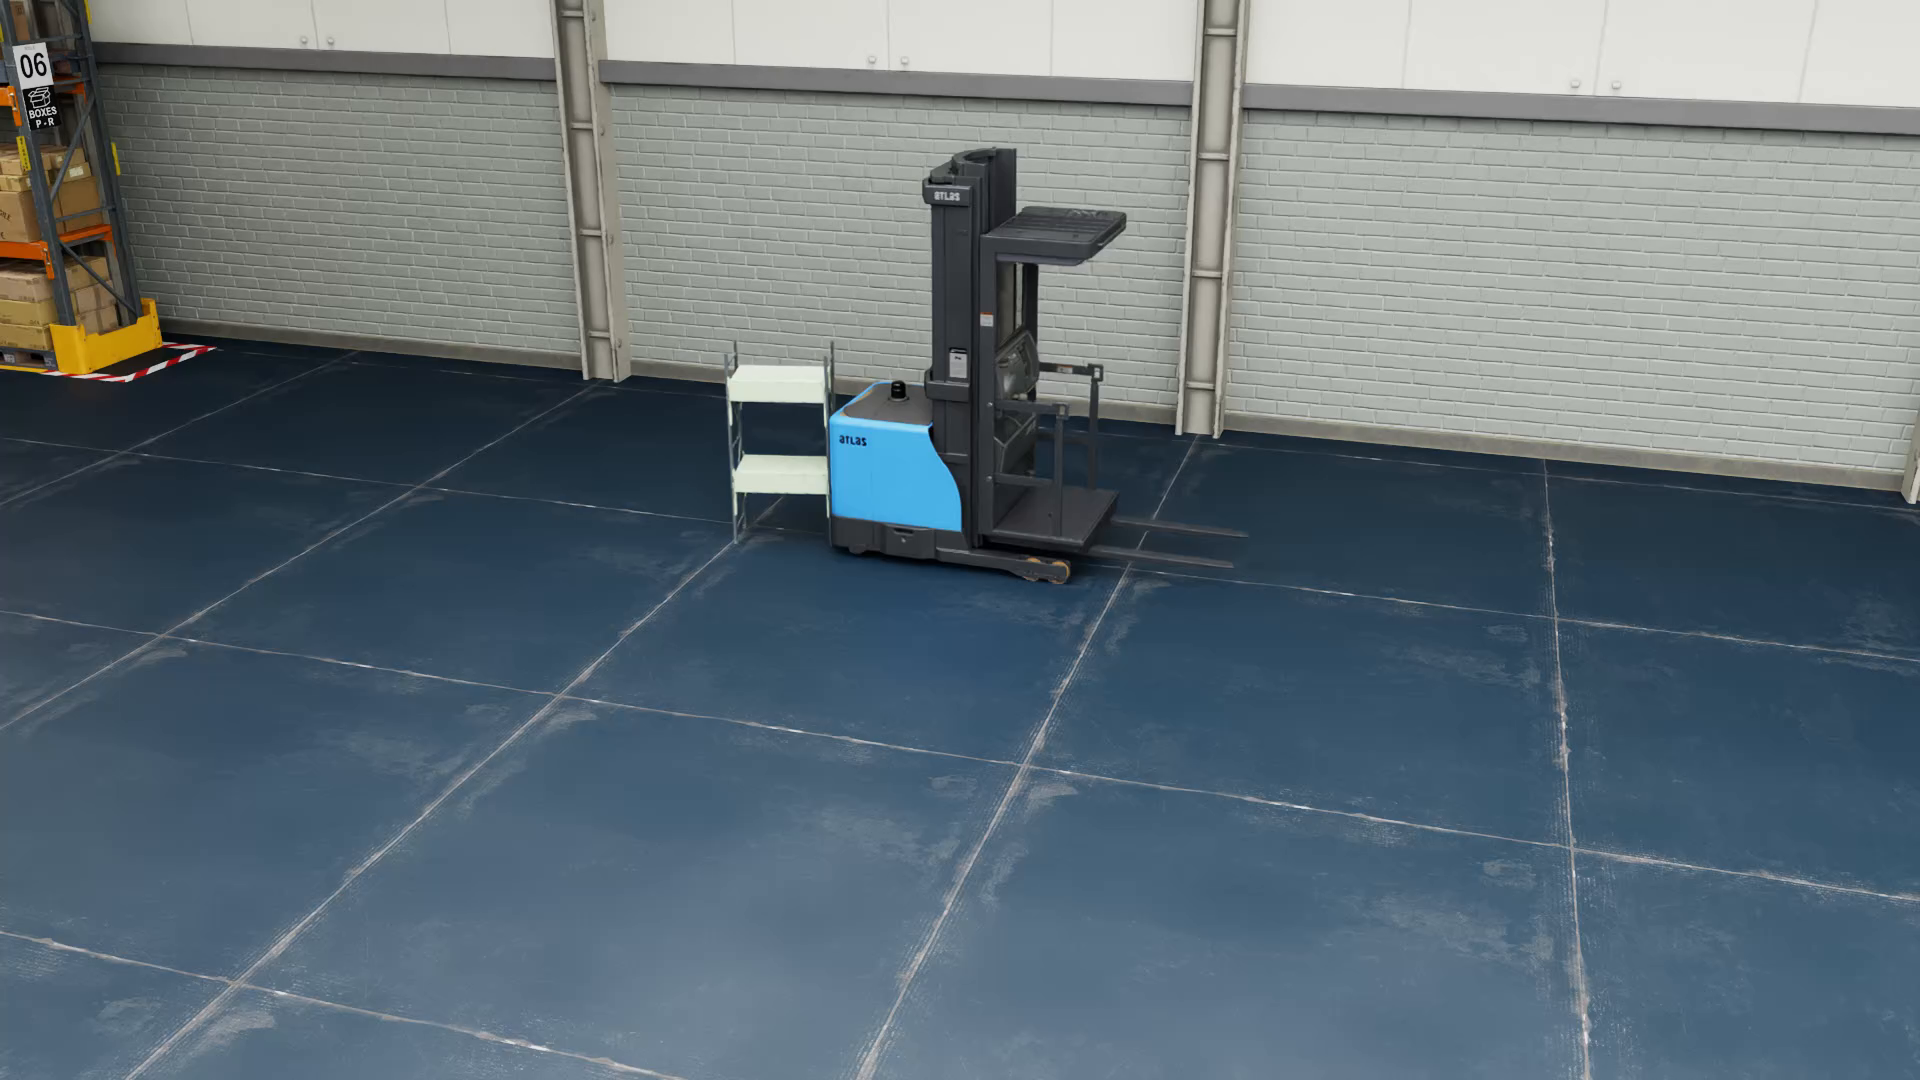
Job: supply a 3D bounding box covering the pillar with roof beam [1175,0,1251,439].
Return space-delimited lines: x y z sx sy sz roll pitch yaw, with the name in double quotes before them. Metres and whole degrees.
"pillar with roof beam" 0.944 -3.592 9.669 0.400 9.000 9.100 7 23 16

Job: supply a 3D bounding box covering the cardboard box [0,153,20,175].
"cardboard box" -9.543 -3.754 16.592 0.250 0.149 0.380 7 23 16

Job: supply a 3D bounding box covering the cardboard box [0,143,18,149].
"cardboard box" -9.884 -3.988 17.161 0.250 0.149 0.380 7 23 16

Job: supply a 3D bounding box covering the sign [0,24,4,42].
"sign" -9.064 -4.857 15.644 0.005 0.325 0.100 7 23 16

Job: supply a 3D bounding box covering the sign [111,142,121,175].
"sign" -8.728 -3.930 17.154 0.005 0.325 0.100 7 23 16

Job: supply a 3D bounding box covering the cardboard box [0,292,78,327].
"cardboard box" -9.451 -2.385 17.044 0.500 0.250 0.500 6 23 15

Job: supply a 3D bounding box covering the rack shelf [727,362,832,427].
"rack shelf" -1.335 -1.091 12.425 0.720 0.370 0.431 1 22 3

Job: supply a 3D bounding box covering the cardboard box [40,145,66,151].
"cardboard box" -9.391 -3.942 17.050 0.250 0.149 0.380 7 23 17

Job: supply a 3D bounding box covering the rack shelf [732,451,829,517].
"rack shelf" -1.335 -0.428 12.697 0.720 0.370 0.431 1 22 3

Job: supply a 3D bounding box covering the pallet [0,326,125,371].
"pallet" -9.638 -2.071 17.540 1.213 0.211 1.003 7 23 16

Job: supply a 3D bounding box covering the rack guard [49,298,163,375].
"rack guard" -8.871 -2.133 17.311 0.348 0.500 1.175 7 23 16

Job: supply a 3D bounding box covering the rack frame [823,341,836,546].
"rack frame" -0.969 -0.721 12.551 0.023 1.500 0.400 1 22 3

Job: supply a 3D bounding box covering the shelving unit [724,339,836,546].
"shelving unit" -1.335 -0.730 12.573 0.755 1.500 0.431 1 22 3

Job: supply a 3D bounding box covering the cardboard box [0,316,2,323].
"cardboard box" -9.928 -2.444 17.187 0.500 0.250 0.500 6 23 15

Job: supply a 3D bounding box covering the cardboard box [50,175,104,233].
"cardboard box" -9.288 -3.494 17.203 0.500 0.500 0.500 7 23 17

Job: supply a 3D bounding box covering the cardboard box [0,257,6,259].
"cardboard box" -10.255 -2.910 17.665 0.500 0.250 0.500 6 23 15

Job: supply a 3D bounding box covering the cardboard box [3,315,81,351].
"cardboard box" -9.435 -2.151 17.131 0.500 0.250 0.500 7 23 16

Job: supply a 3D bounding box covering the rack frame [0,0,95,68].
"rack frame" -8.894 -6.068 15.705 0.127 3.000 1.000 7 23 16

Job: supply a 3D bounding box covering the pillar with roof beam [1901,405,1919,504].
"pillar with roof beam" 6.689 -2.934 8.065 0.400 9.000 9.100 7 23 16

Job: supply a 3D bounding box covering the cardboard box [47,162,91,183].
"cardboard box" -9.144 -3.770 17.022 0.250 0.149 0.380 6 23 14

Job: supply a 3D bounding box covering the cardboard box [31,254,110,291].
"cardboard box" -9.300 -2.798 17.392 0.500 0.250 0.500 6 23 15

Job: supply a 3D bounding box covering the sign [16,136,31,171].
"sign" -9.064 -3.742 16.102 0.005 0.325 0.100 7 23 16

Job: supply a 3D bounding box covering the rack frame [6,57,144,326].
"rack frame" -8.894 -3.292 16.843 0.127 3.000 1.000 7 23 16

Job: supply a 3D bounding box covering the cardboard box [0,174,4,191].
"cardboard box" -9.560 -3.592 16.588 0.250 0.149 0.380 7 23 16

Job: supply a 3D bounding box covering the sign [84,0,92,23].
"sign" -8.728 -5.322 16.583 0.005 0.325 0.100 7 23 16

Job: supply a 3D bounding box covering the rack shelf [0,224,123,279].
"rack shelf" -10.809 -3.178 17.514 4.000 0.370 1.077 7 23 16

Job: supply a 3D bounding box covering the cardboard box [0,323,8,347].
"cardboard box" -9.909 -2.209 17.272 0.500 0.250 0.500 7 23 15

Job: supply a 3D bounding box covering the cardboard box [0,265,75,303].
"cardboard box" -9.425 -2.614 16.942 0.500 0.250 0.500 7 23 17

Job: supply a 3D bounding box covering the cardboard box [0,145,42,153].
"cardboard box" -9.652 -3.955 17.081 0.250 0.149 0.380 7 23 17

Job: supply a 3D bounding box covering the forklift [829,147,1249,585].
"forklift" 0.600 -1.260 11.979 3.031 2.935 1.130 7 23 17

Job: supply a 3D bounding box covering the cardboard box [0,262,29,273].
"cardboard box" -9.916 -2.668 17.074 0.500 0.250 0.500 7 23 16

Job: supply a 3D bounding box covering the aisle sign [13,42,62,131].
"aisle sign" -8.916 -4.381 16.072 0.004 0.787 0.394 7 23 16

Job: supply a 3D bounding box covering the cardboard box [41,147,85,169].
"cardboard box" -9.154 -3.890 16.924 0.250 0.149 0.380 6 23 14

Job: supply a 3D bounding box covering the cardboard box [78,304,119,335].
"cardboard box" -9.308 -2.339 17.590 0.500 0.250 0.500 7 23 16

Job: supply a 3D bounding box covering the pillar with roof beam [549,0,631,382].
"pillar with roof beam" -4.800 -4.250 11.272 0.400 9.000 9.100 7 23 16

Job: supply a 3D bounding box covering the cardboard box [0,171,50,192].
"cardboard box" -9.307 -3.575 16.546 0.250 0.149 0.380 7 23 16

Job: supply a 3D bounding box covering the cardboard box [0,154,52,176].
"cardboard box" -9.298 -3.739 16.554 0.250 0.149 0.380 7 23 16

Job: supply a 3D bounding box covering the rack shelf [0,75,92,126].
"rack shelf" -10.809 -4.566 16.945 4.000 0.370 1.077 7 23 16

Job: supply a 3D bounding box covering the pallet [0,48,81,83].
"pallet" -9.564 -4.726 16.503 1.213 0.211 1.003 7 23 16

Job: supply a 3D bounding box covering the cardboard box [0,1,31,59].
"cardboard box" -9.388 -4.927 16.059 0.500 0.500 0.500 7 23 17

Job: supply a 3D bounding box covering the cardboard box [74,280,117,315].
"cardboard box" -9.284 -2.573 17.500 0.500 0.250 0.500 7 23 16

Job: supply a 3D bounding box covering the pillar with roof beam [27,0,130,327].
"pillar with roof beam" -10.544 -4.907 12.876 0.400 9.000 9.100 7 23 16

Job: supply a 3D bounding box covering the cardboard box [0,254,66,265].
"cardboard box" -9.779 -2.852 17.522 0.500 0.250 0.500 7 23 16

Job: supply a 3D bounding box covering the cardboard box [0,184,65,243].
"cardboard box" -9.441 -3.297 16.723 0.500 0.500 0.500 6 23 14

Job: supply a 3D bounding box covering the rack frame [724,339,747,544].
"rack frame" -1.700 -0.739 12.594 0.023 1.500 0.400 1 22 3
